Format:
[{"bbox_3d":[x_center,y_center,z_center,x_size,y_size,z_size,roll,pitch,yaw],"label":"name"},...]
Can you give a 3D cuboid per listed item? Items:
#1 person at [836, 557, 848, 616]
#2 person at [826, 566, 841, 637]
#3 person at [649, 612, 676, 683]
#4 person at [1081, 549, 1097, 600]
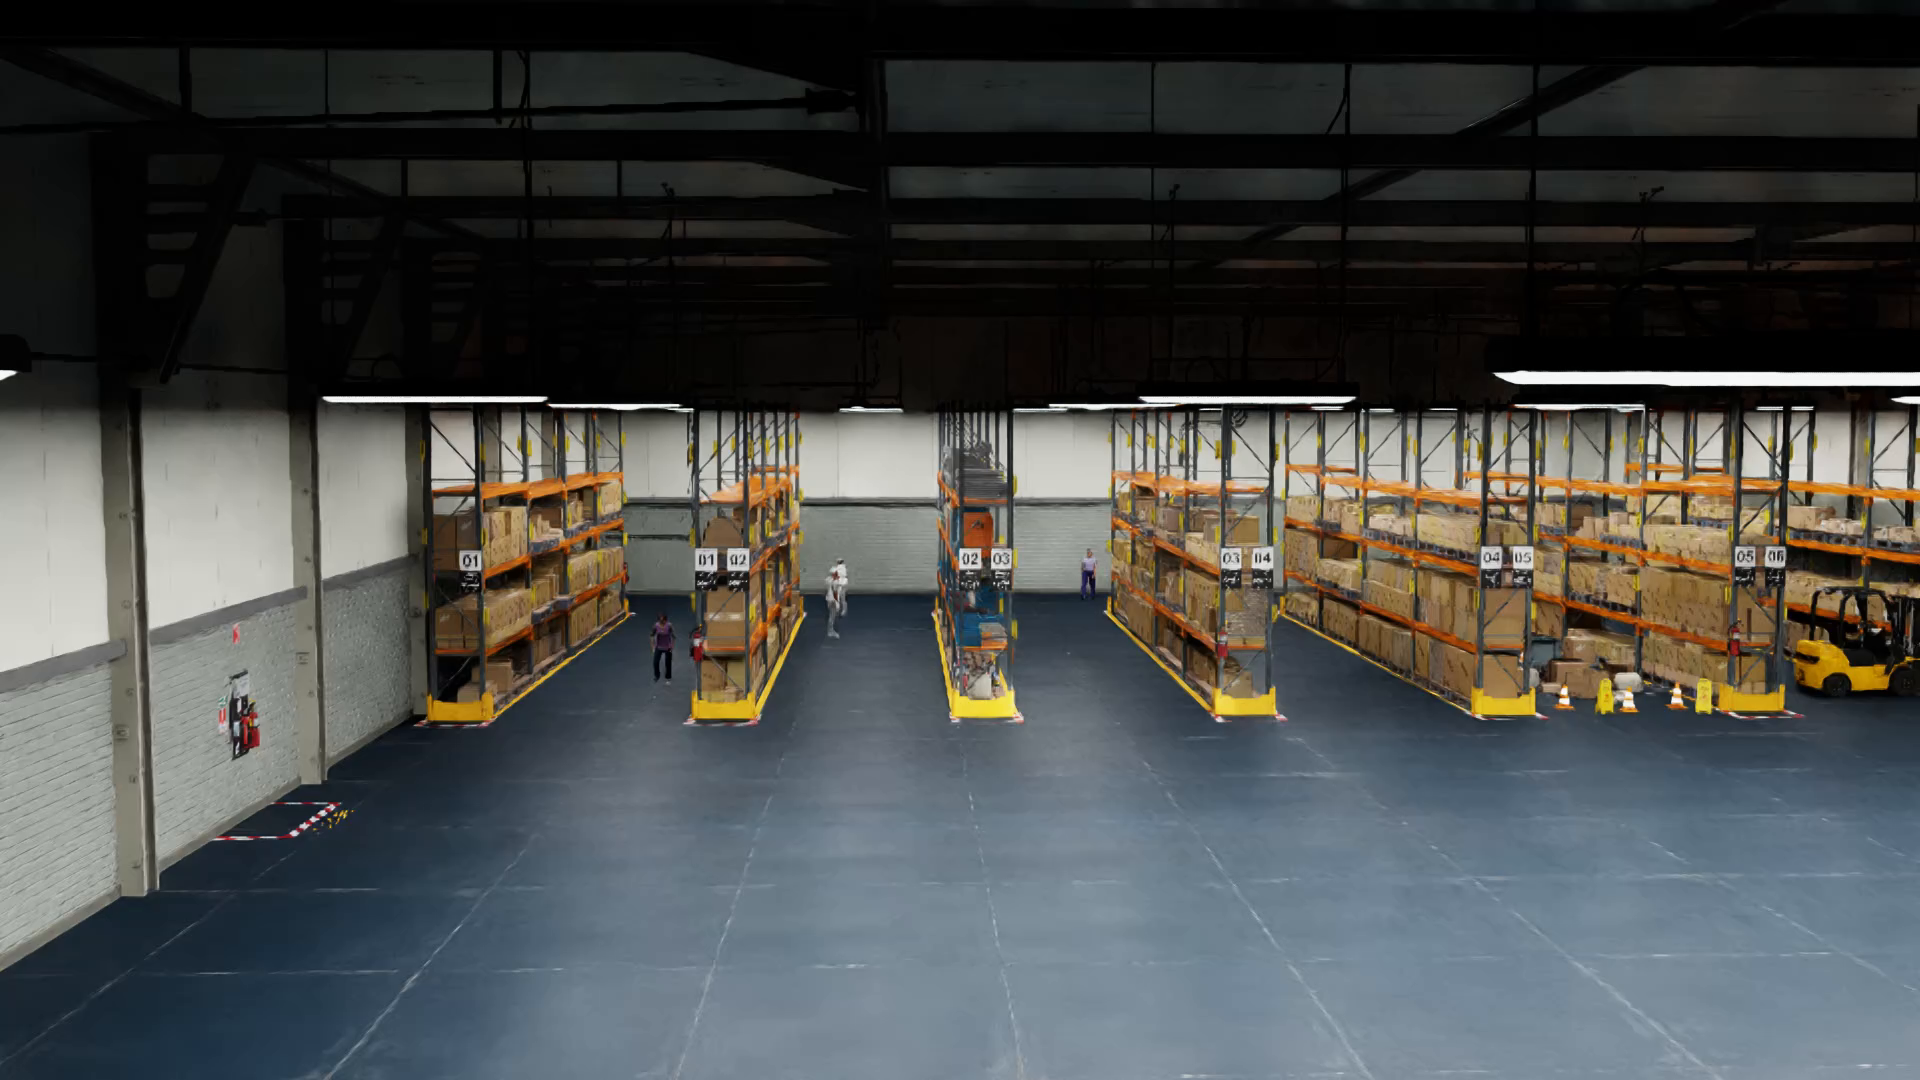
[{"bbox_3d":[-3.420,1.296,47.248,0.561,1.651,0.594,1,5,17],"label":"person"},{"bbox_3d":[-3.240,1.566,42.751,0.399,1.786,0.668,-1,5,-19],"label":"person"},{"bbox_3d":[-6.307,2.280,35.304,0.566,1.541,0.519,0,4,-5],"label":"person"},{"bbox_3d":[3.971,1.051,51.047,0.477,1.562,1.003,1,4,7],"label":"person"}]
